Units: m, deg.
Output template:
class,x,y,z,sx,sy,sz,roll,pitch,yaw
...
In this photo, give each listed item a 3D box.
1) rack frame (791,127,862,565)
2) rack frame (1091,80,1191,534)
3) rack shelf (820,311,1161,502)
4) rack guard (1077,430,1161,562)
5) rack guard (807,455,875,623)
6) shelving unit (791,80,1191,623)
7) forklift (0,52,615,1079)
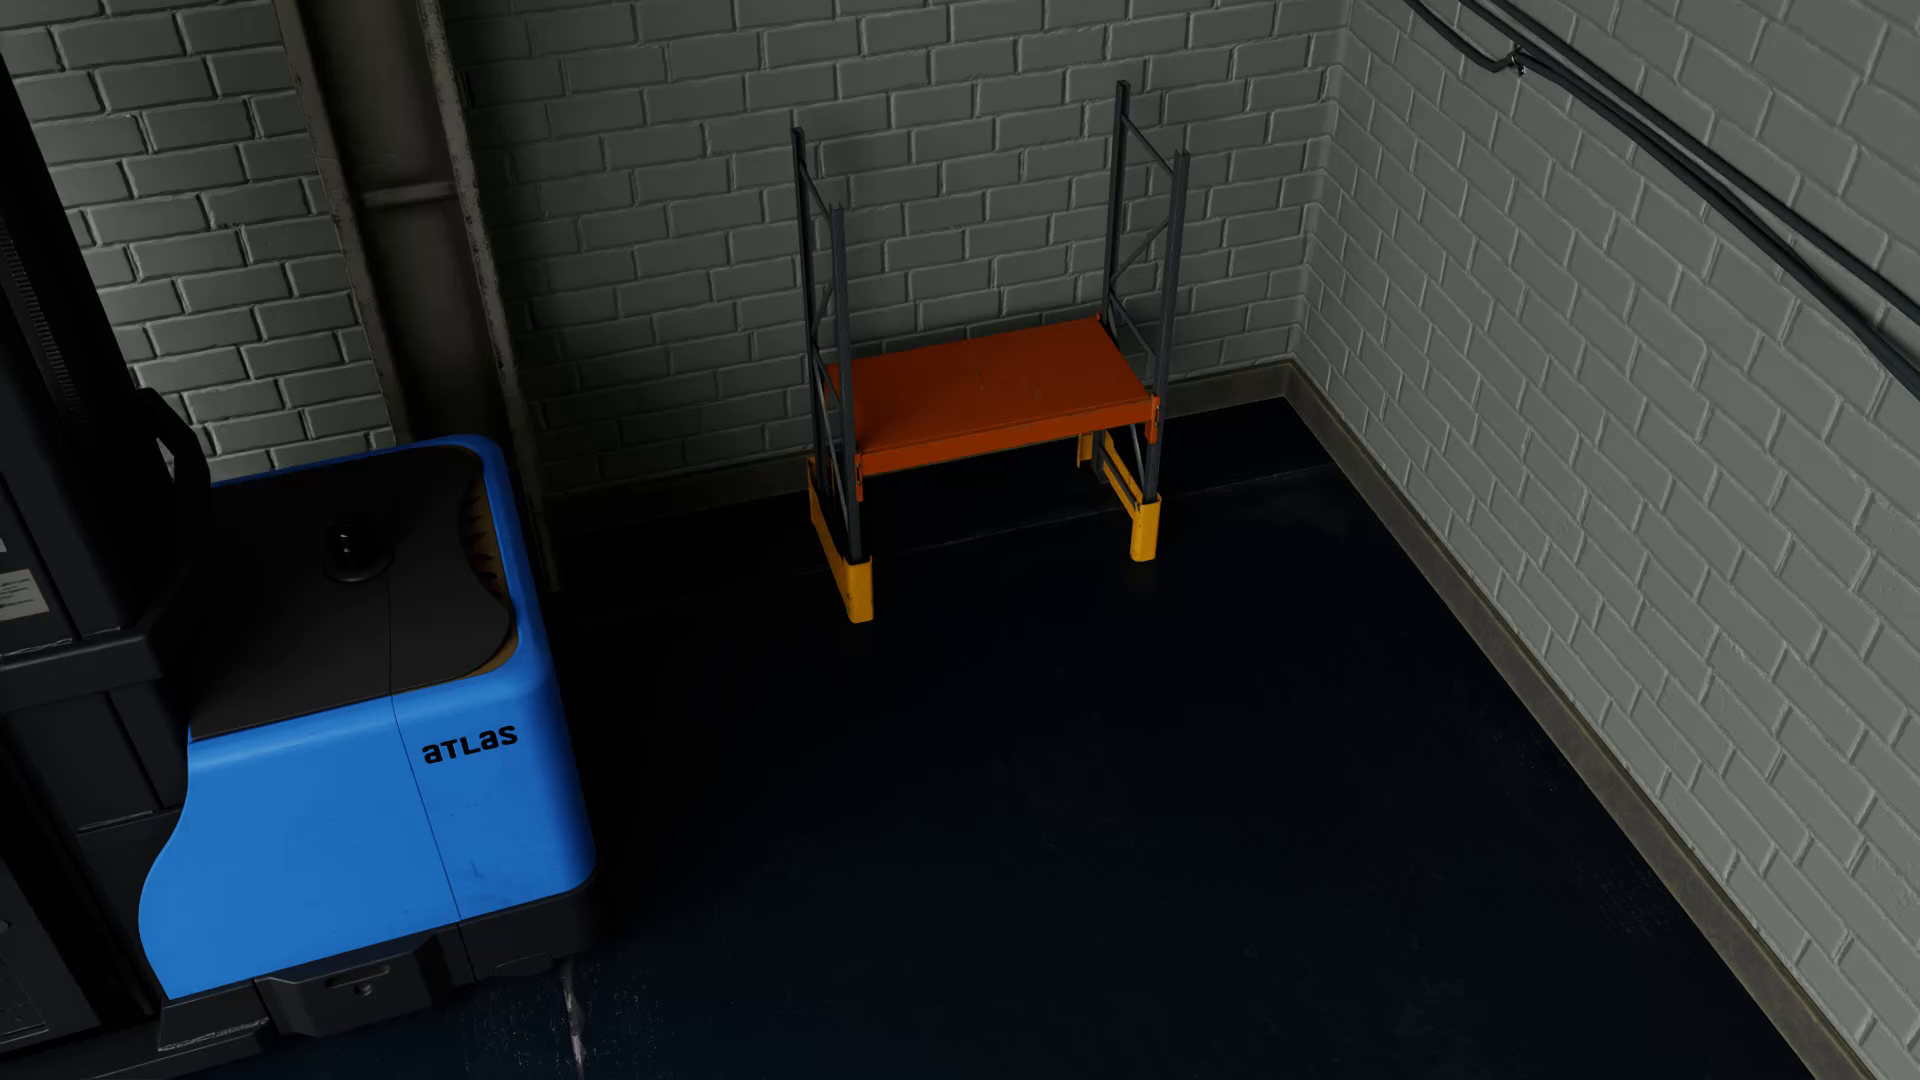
class,x,y,z,sx,sy,sz,roll,pitch,yaw
rack frame,-0.404,-0.481,5.161,0.032,1.500,0.500,-12,42,-13
rack frame,0.566,-0.682,5.391,0.032,1.500,0.500,-12,42,-13
rack shelf,0.081,-0.446,5.394,1.000,0.185,0.538,-12,42,-13
rack guard,0.548,-0.208,5.798,0.087,0.250,0.587,-12,42,-13
rack guard,-0.402,-0.011,5.572,0.087,0.250,0.587,-12,42,-13
shelving unit,0.073,-0.580,5.274,1.083,1.500,0.587,-12,42,-13
forklift,-2.503,0.023,3.496,3.031,2.935,1.130,-13,43,-15
